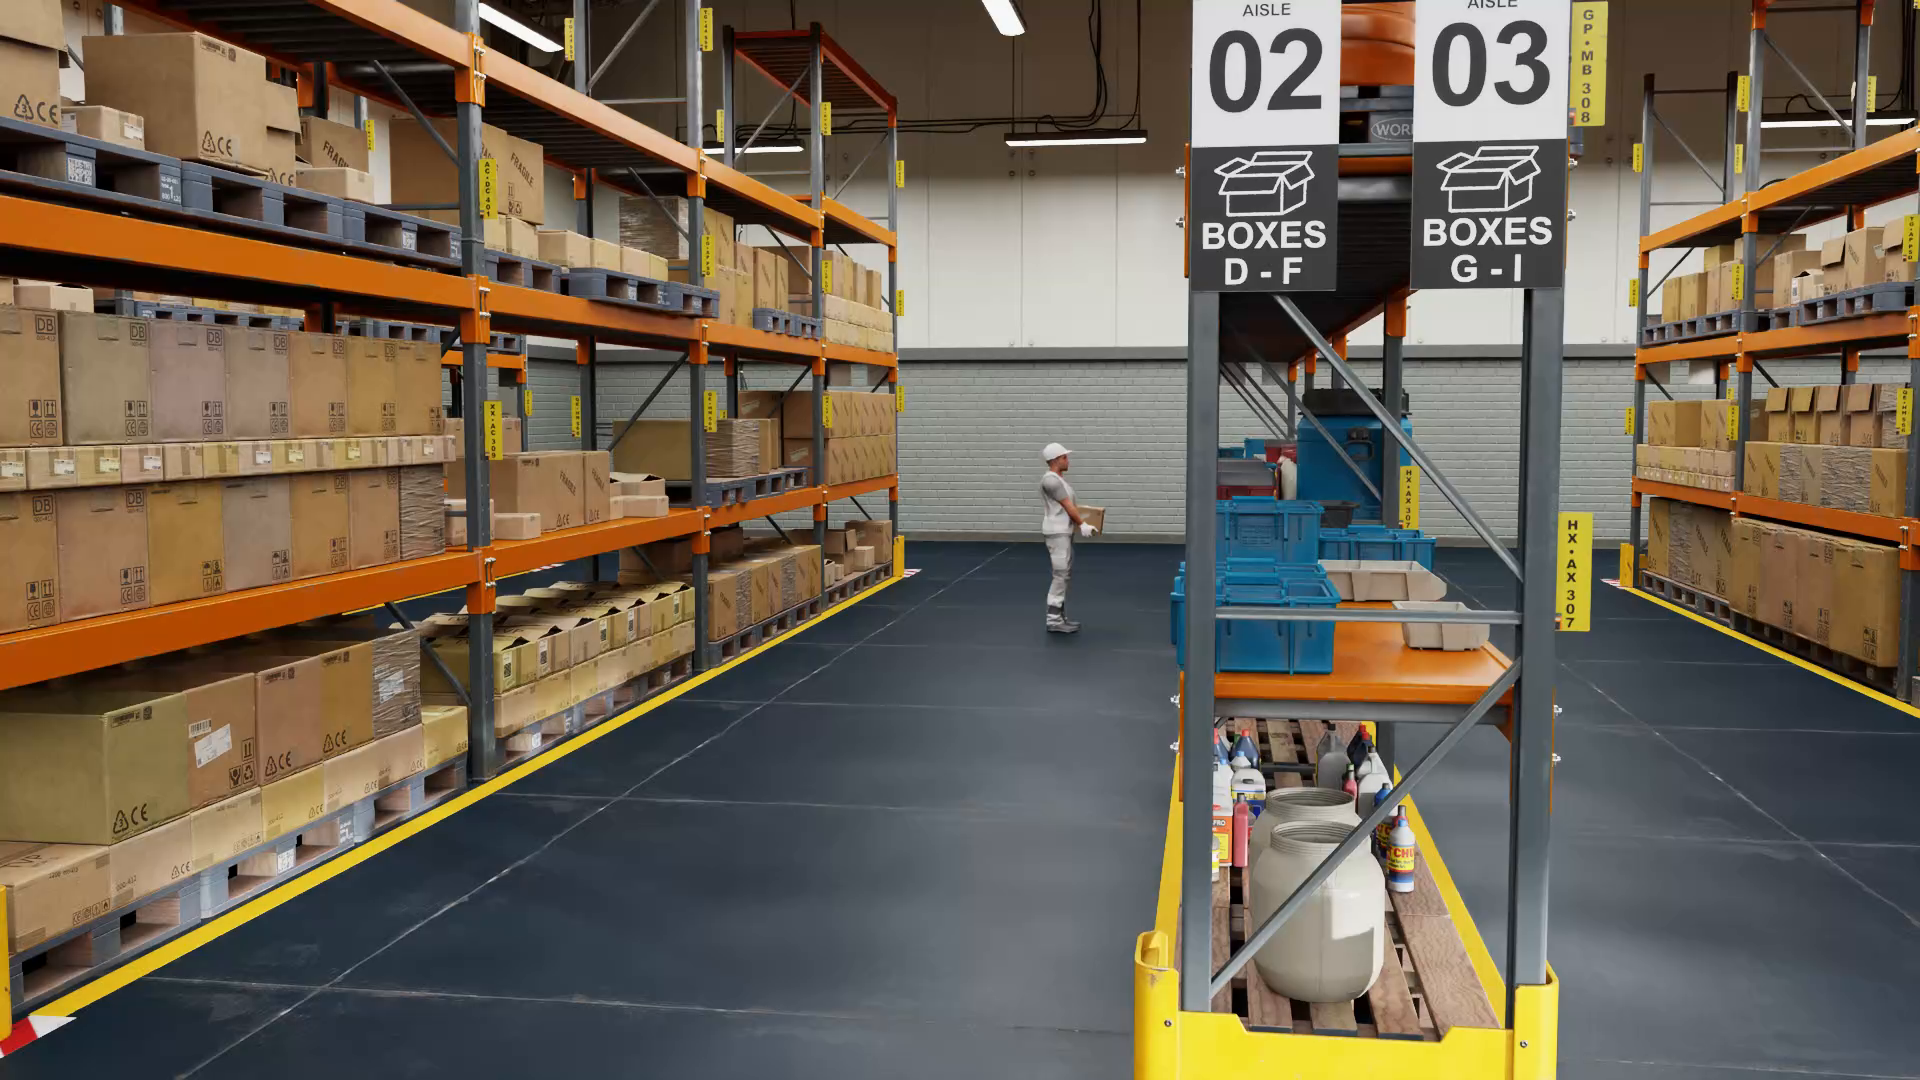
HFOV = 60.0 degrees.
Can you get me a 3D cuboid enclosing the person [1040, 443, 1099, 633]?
[{"bbox_3d":[1.050,-0.026,15.781,0.556,1.784,0.494,1,4,10],"label":"person"}]
